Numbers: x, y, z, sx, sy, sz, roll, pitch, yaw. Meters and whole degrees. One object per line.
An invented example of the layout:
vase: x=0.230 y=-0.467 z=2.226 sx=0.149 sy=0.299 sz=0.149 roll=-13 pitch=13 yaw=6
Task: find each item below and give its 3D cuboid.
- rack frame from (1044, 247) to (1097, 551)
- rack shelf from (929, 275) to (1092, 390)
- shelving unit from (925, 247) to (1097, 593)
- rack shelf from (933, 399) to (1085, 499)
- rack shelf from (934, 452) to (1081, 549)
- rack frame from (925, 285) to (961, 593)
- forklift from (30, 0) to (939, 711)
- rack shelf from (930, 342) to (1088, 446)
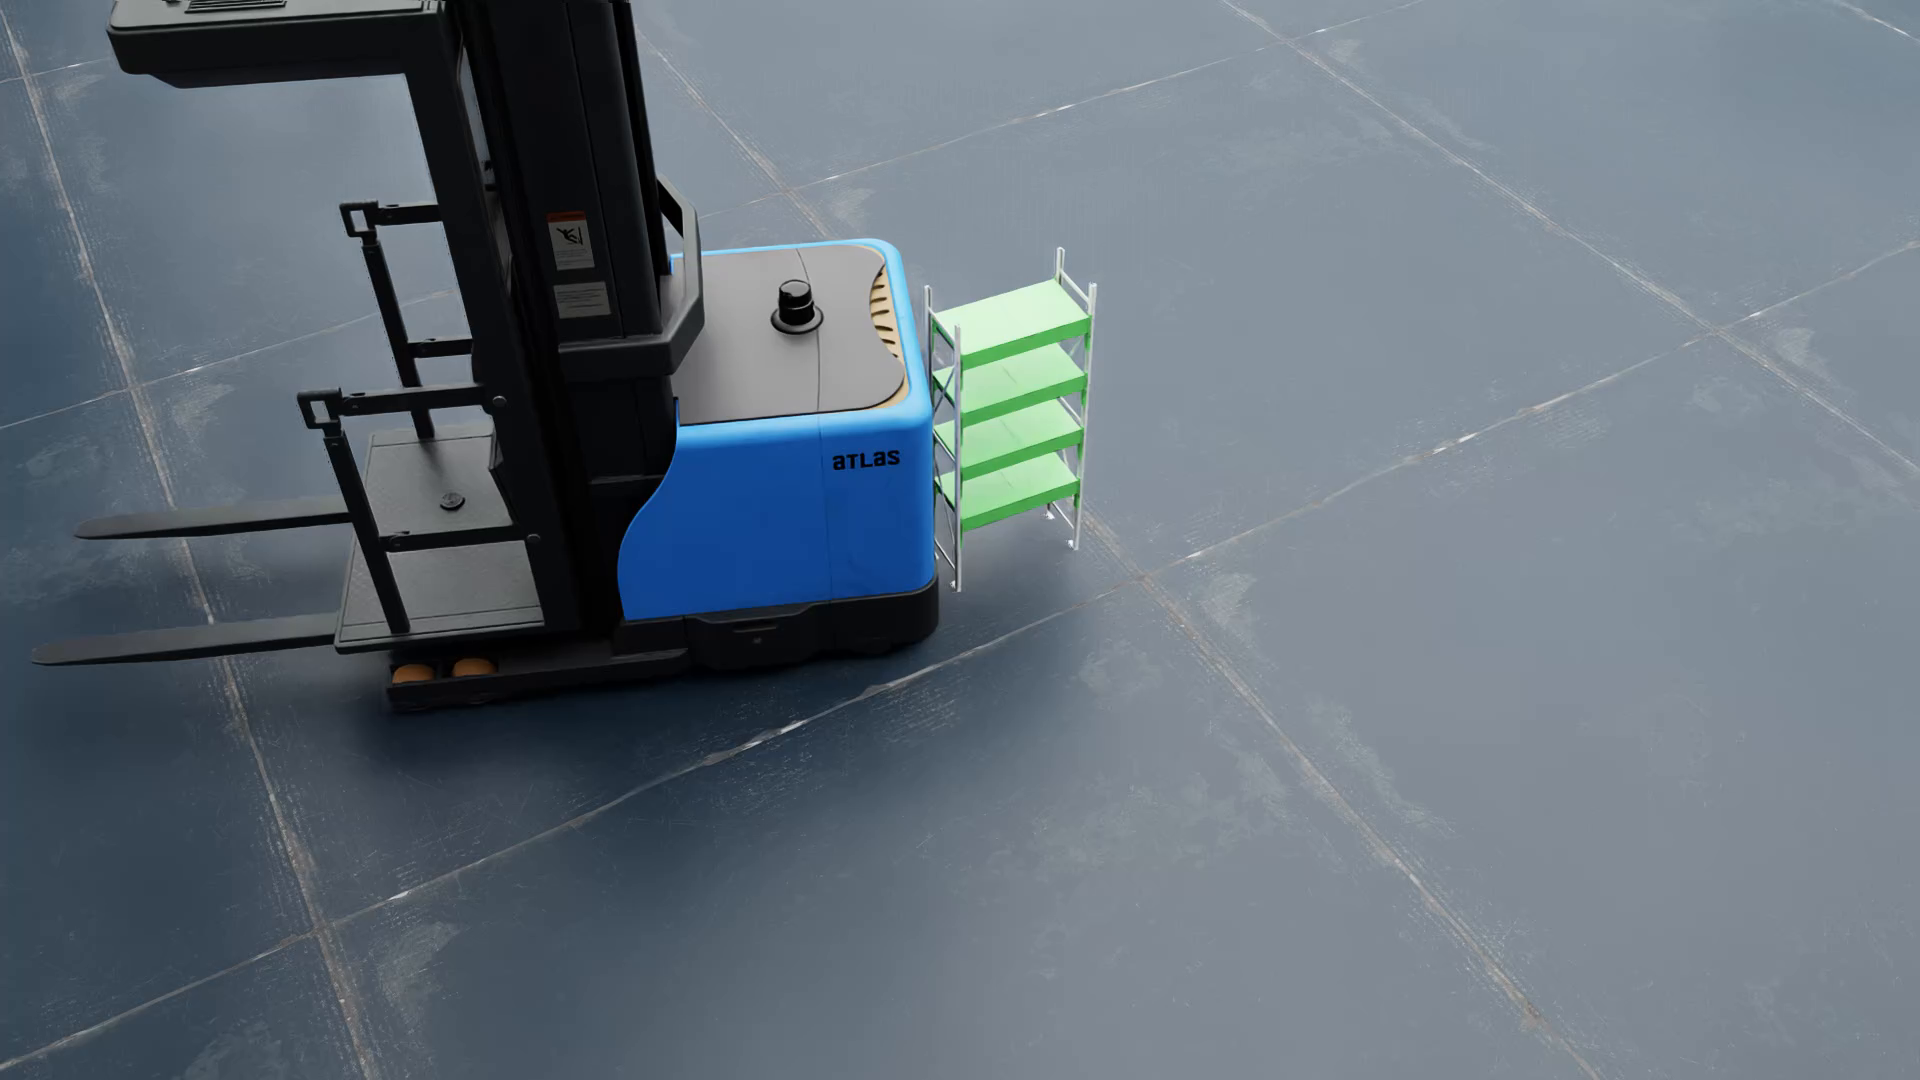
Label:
rack frame: x=0.383 y=-0.466 z=5.868 sx=0.015 sy=1.200 sz=0.240 roll=-19 pitch=47 yaw=-18
rack shelf: x=0.164 y=-0.689 z=5.501 sx=0.480 sy=0.148 sz=0.258 roll=-19 pitch=47 yaw=-18
shelving unit: x=0.164 y=-0.391 z=5.791 sx=0.503 sy=1.200 sz=0.258 roll=-19 pitch=47 yaw=-18
rack shelf: x=0.164 y=-0.345 z=5.836 sx=0.480 sy=0.148 sz=0.258 roll=-19 pitch=47 yaw=-18
rack shelf: x=0.164 y=-0.173 z=6.003 sx=0.480 sy=0.148 sz=0.258 roll=-19 pitch=47 yaw=-18
rack frame: x=-0.055 y=-0.316 z=5.714 sx=0.015 sy=1.200 sz=0.240 roll=-19 pitch=47 yaw=-18
forklift: x=-1.634 y=-0.868 z=5.039 sx=3.031 sy=2.935 sz=1.130 roll=-6 pitch=44 yaw=-6
rack shelf: x=0.164 y=-0.517 z=5.668 sx=0.480 sy=0.148 sz=0.258 roll=-19 pitch=47 yaw=-18
